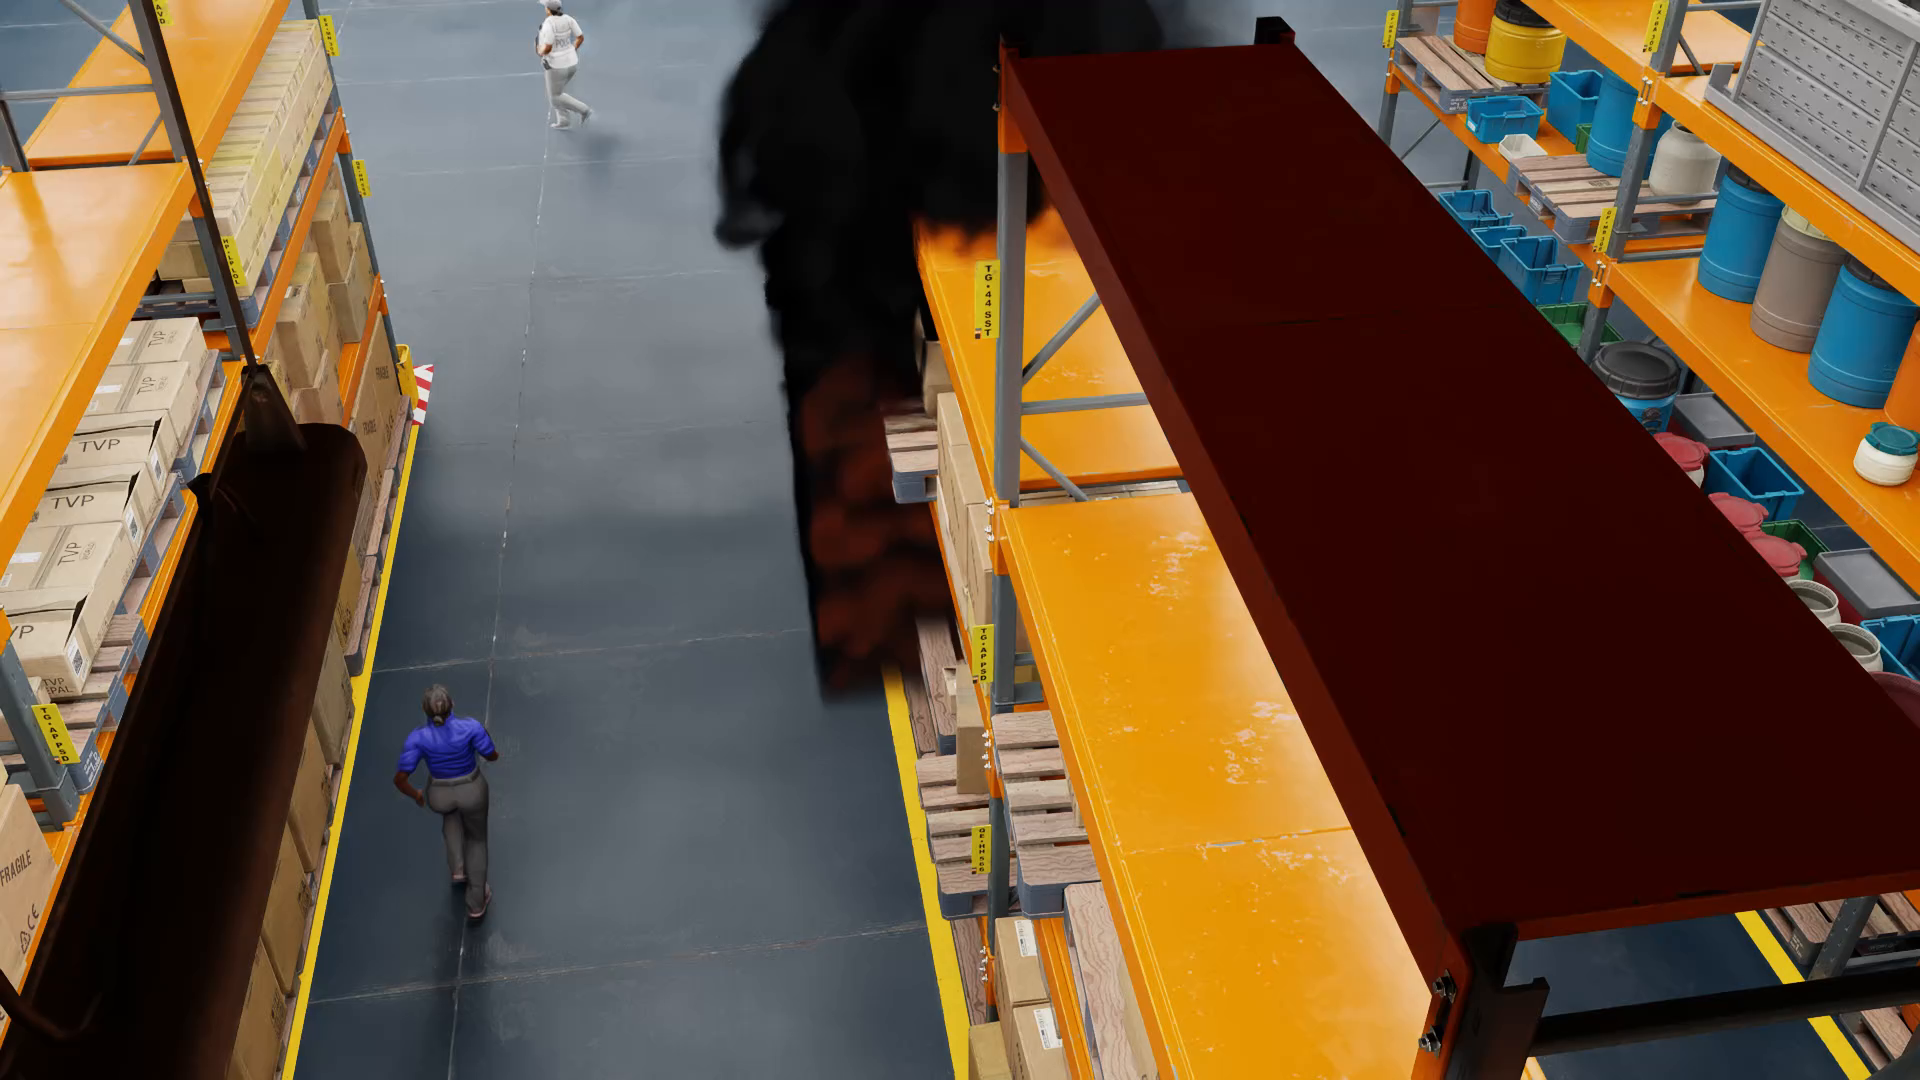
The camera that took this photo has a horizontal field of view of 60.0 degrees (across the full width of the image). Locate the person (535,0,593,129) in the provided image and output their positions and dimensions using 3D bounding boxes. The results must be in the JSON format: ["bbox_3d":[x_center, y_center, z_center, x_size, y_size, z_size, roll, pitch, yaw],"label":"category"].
[{"bbox_3d":[-4.705,-5.616,19.738,0.705,1.660,0.602,17,40,22],"label":"person"}]

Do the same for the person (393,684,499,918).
[{"bbox_3d":[-3.020,1.514,10.007,0.564,1.660,0.675,-4,37,-6],"label":"person"}]
